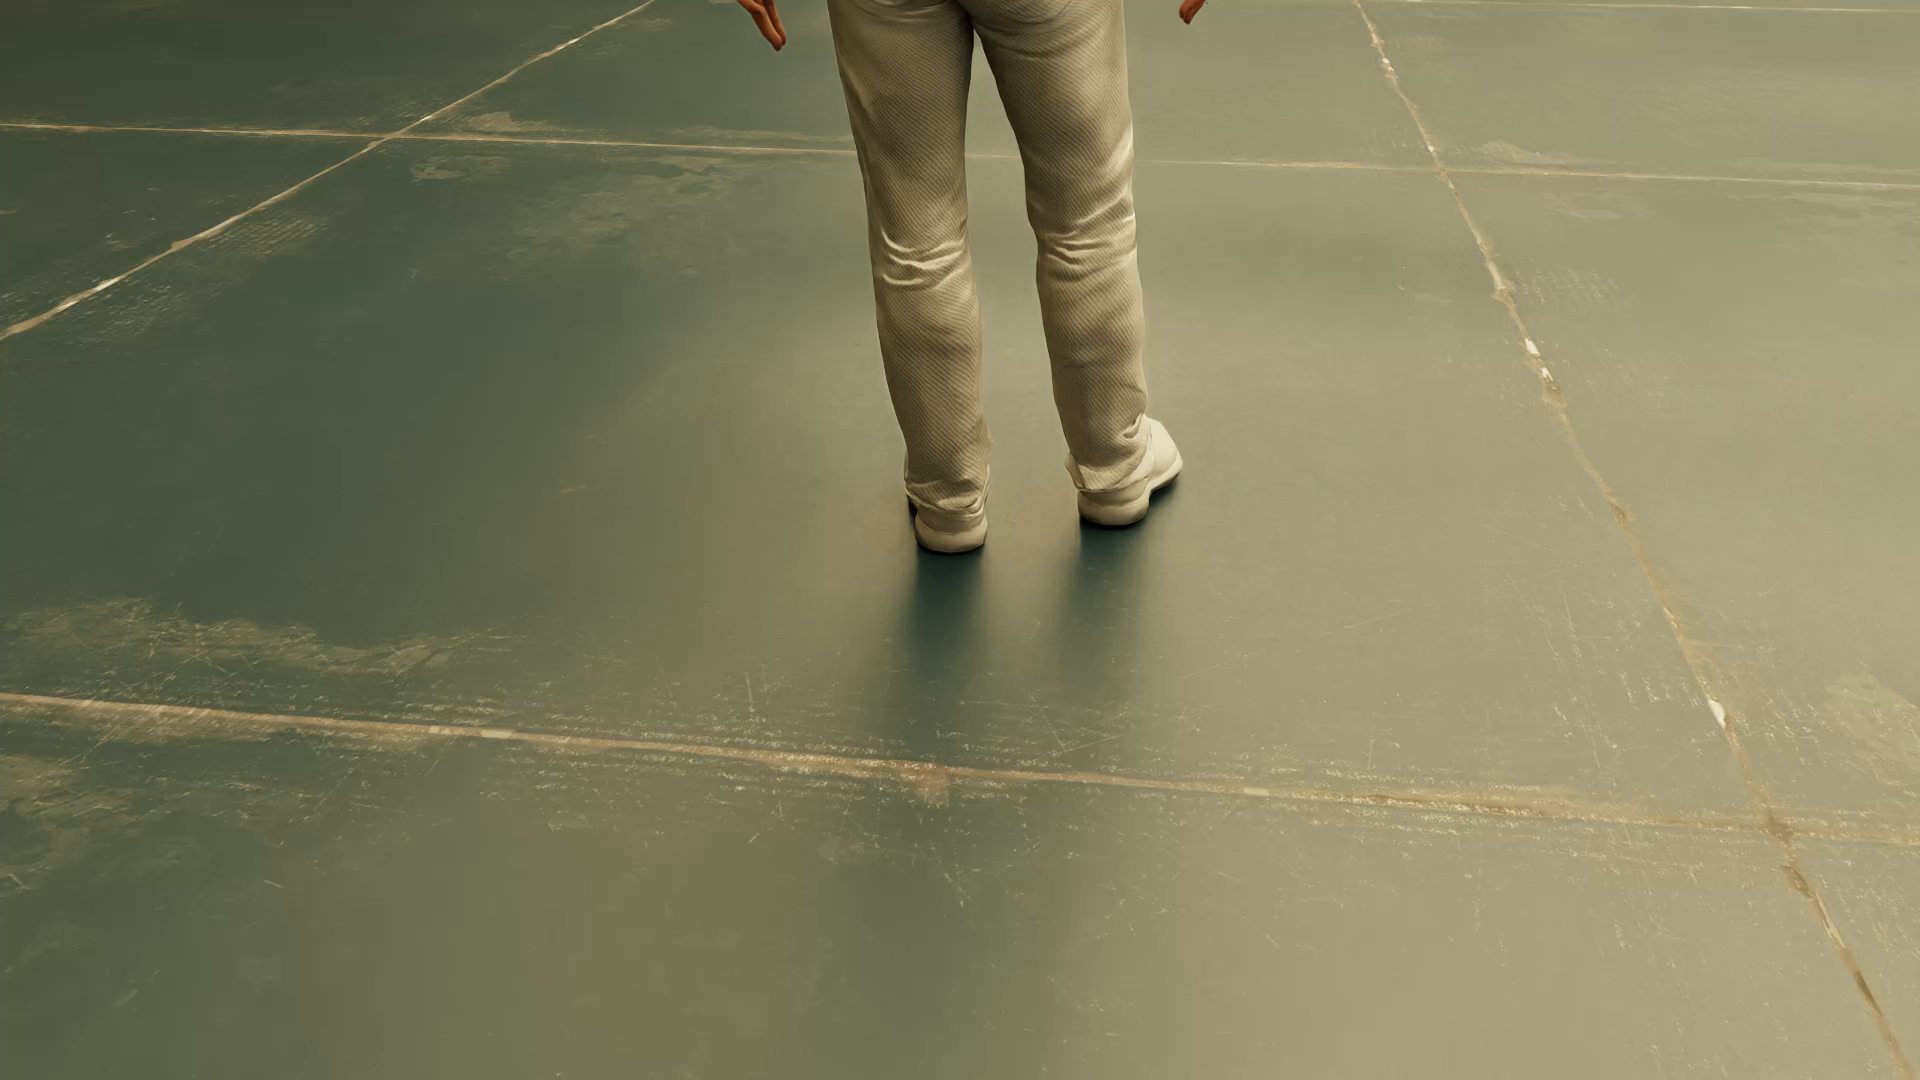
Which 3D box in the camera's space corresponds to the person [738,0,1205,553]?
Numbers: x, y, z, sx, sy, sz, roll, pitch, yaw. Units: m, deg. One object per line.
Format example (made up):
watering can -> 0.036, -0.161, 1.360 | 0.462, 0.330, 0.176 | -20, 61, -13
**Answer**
person -> 0.015, -0.825, 2.165 | 0.665, 1.762, 0.575 | 3, 27, 7
